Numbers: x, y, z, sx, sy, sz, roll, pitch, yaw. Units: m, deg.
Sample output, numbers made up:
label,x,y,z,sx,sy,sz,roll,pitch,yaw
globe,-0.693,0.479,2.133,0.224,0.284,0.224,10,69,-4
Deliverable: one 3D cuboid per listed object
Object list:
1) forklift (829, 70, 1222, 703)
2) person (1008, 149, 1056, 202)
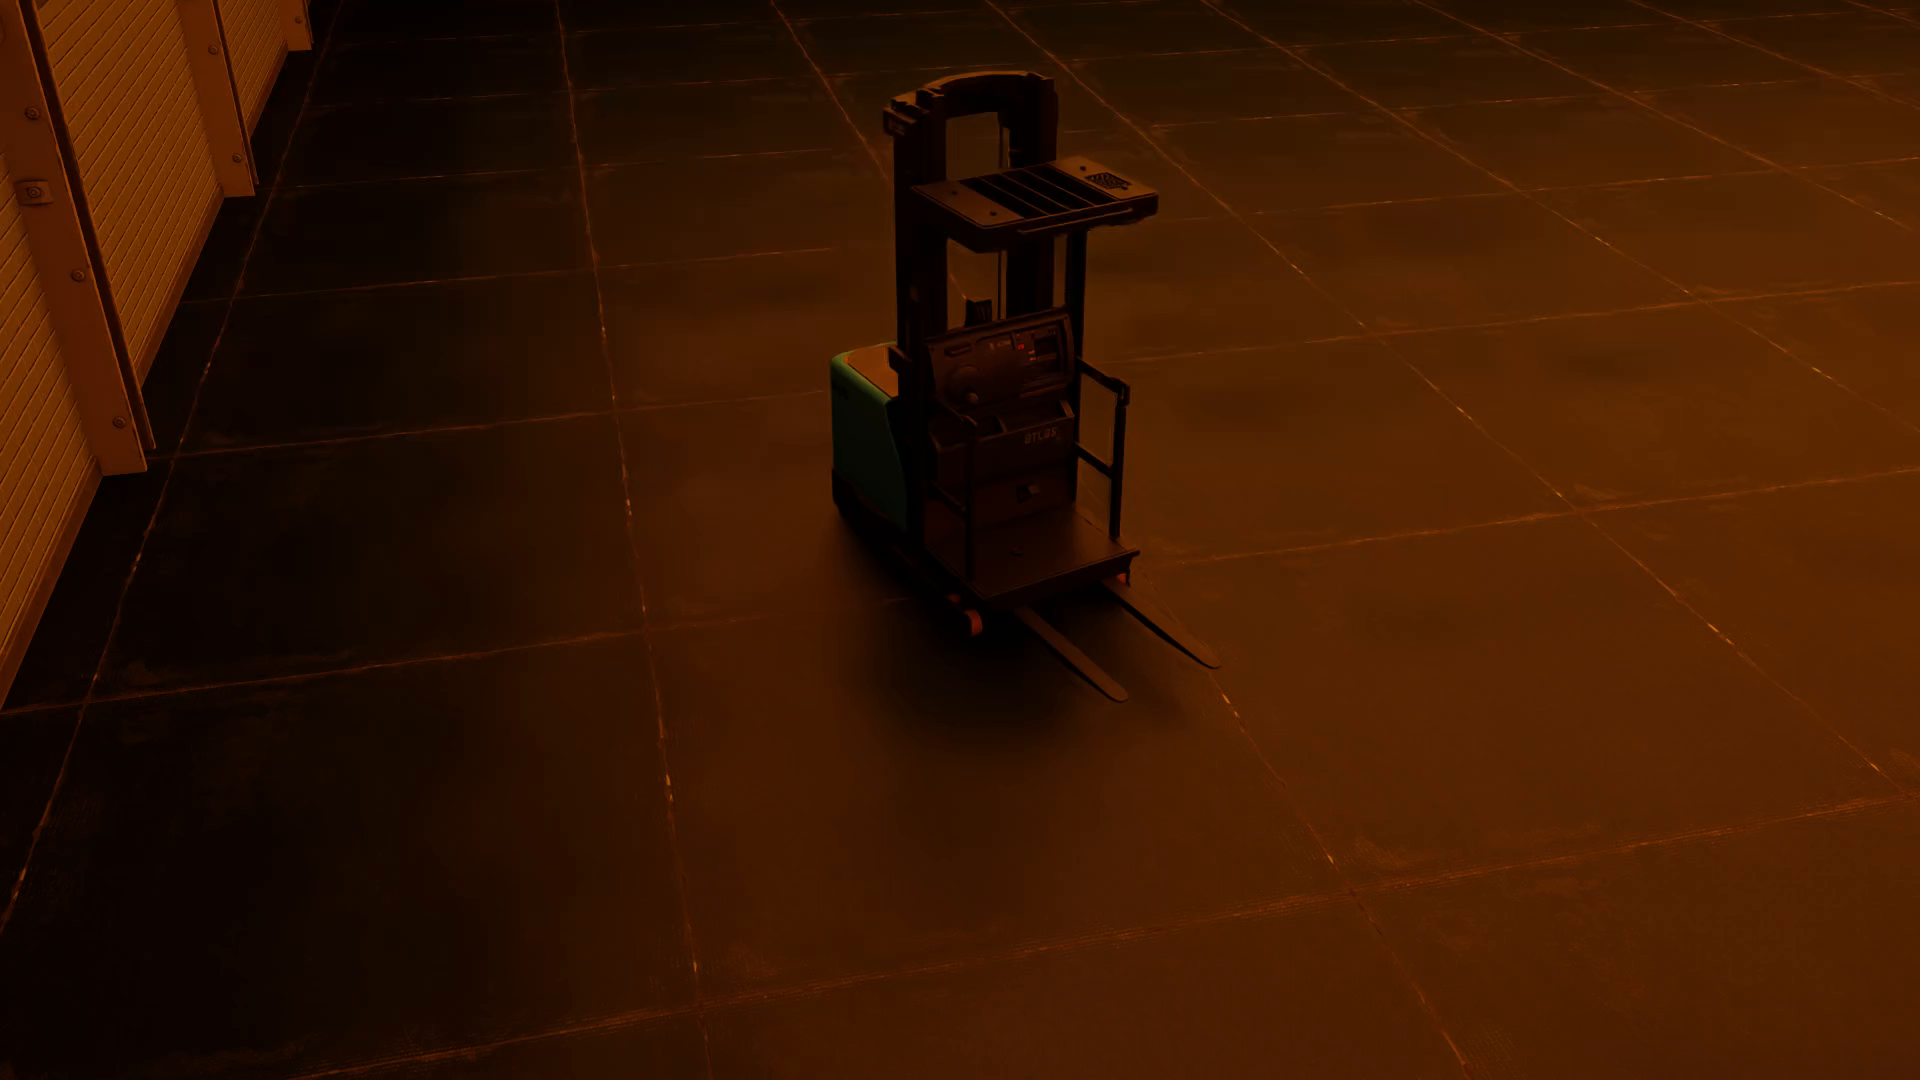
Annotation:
label,x,y,z,sx,sy,sz,roll,pitch,yaw
forklift,0.349,-0.974,9.257,1.130,2.935,3.031,-16,34,-26
person,0.670,-2.566,13.134,0.565,1.788,0.641,10,31,16
